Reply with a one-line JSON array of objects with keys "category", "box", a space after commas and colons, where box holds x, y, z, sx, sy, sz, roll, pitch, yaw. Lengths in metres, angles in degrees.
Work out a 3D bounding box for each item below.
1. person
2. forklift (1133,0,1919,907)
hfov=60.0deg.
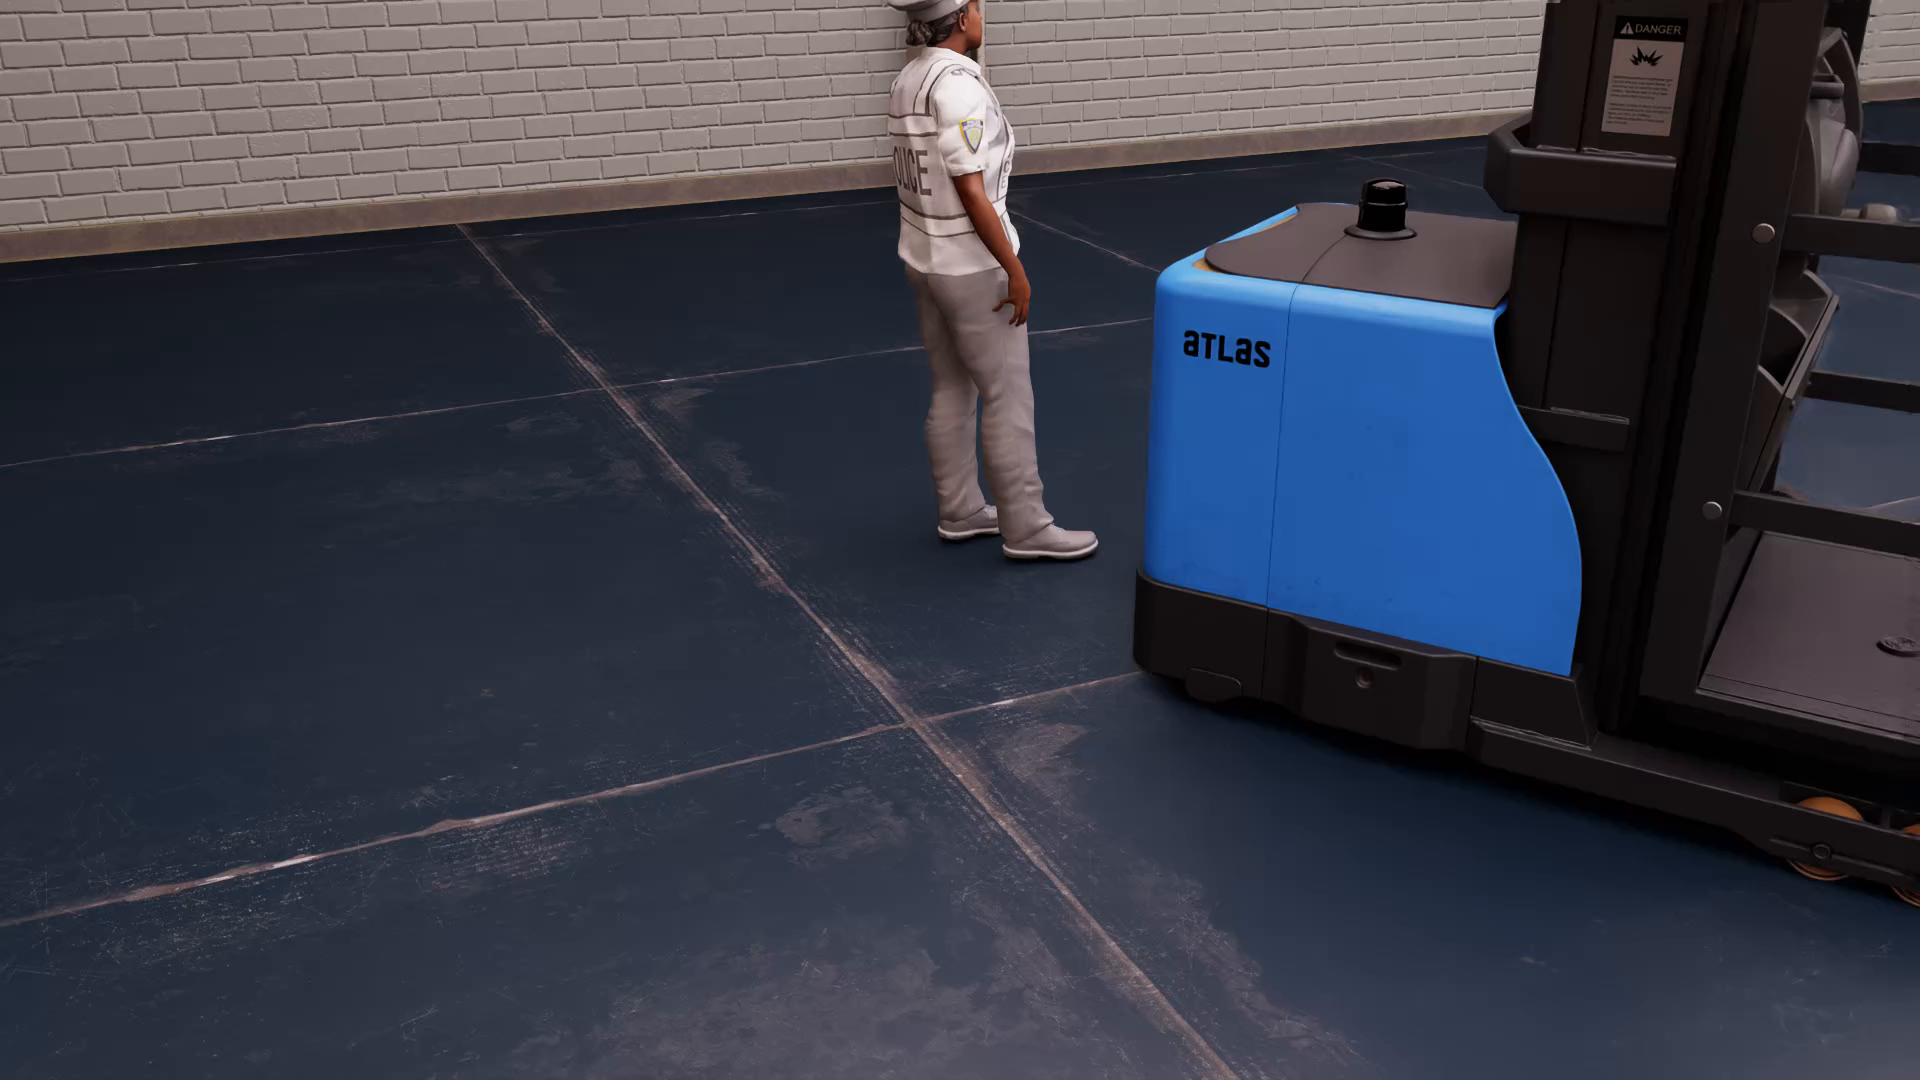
[{"category": "person", "box": [0.076, -0.794, 4.791, 0.529, 1.694, 0.569, -10, 25, -23]}, {"category": "forklift", "box": [1.964, -0.848, 3.327, 3.031, 2.935, 1.130, 13, 26, 29]}]
